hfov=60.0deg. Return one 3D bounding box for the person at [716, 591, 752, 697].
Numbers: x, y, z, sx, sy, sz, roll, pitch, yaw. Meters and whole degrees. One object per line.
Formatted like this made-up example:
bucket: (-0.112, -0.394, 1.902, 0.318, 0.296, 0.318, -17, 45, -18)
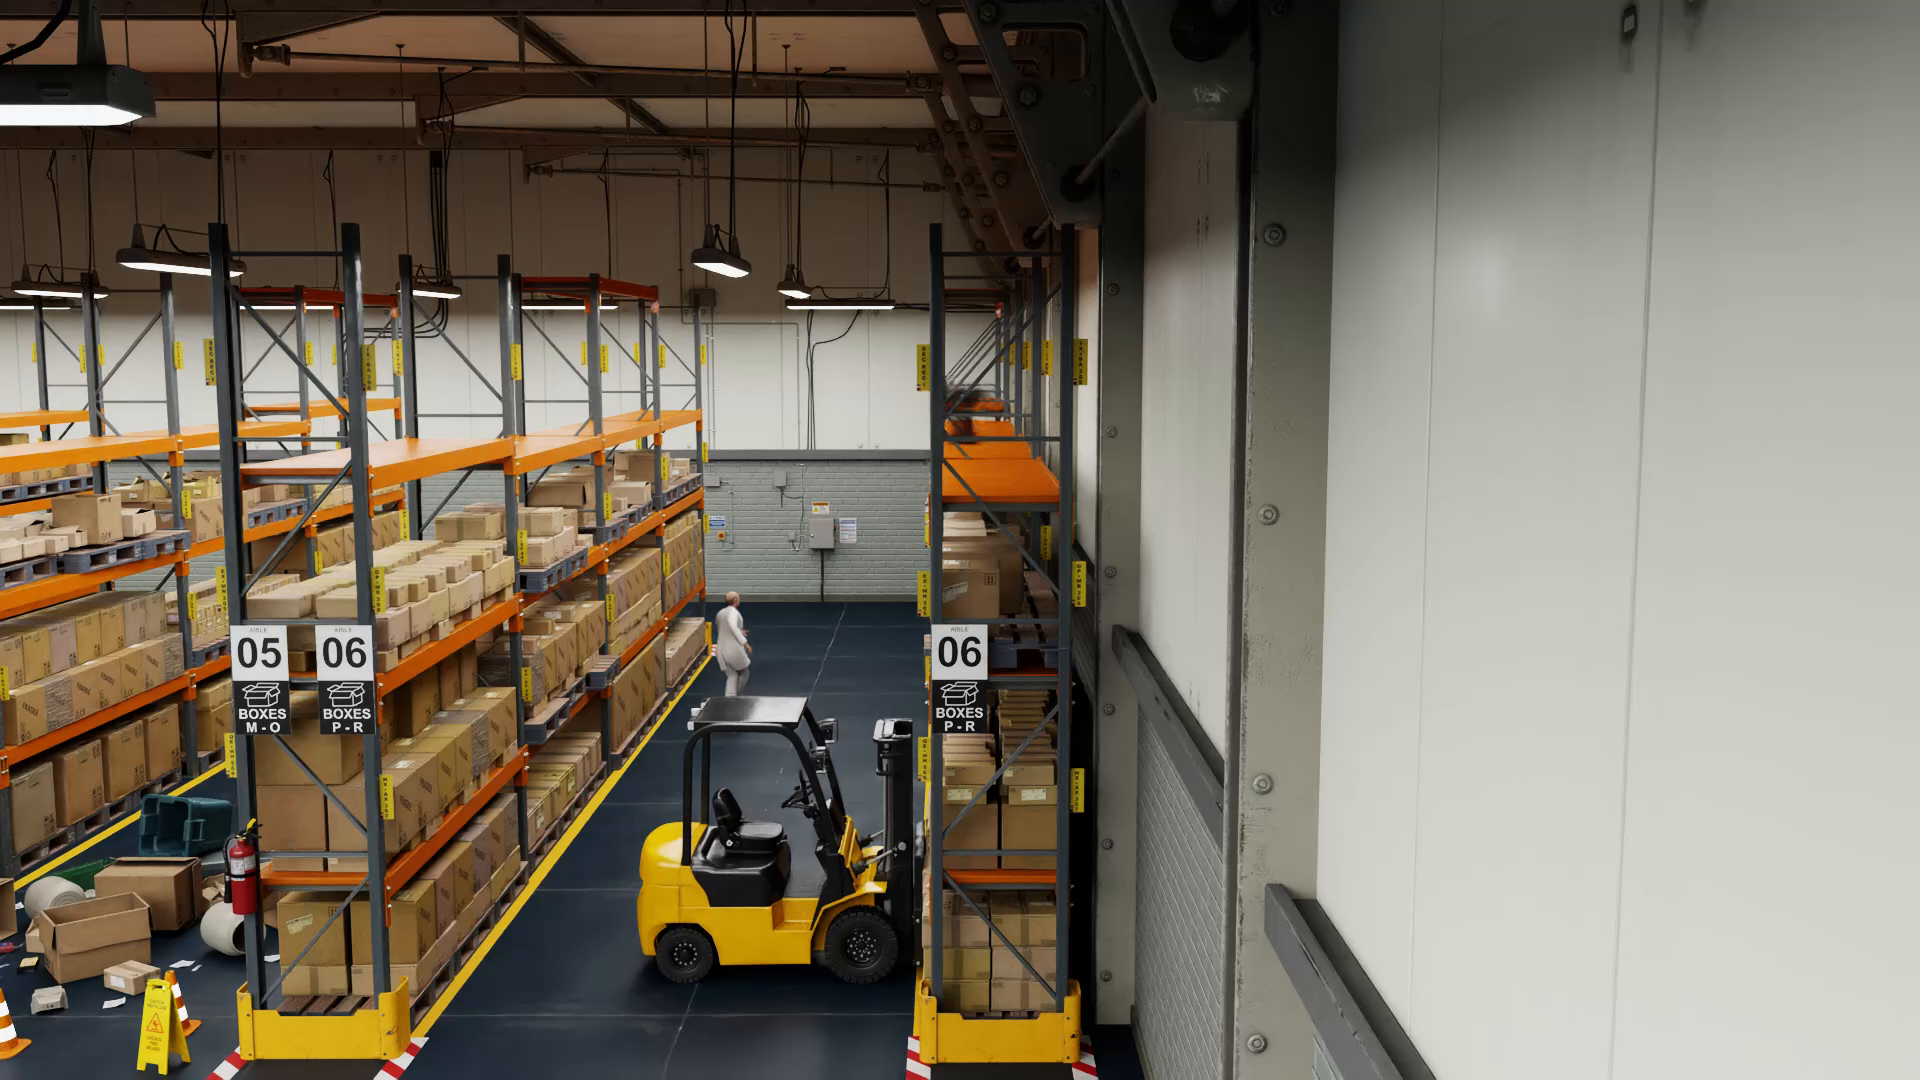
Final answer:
person: (-3.249, 1.610, 23.450, 0.820, 1.731, 0.756, 5, 8, 36)
